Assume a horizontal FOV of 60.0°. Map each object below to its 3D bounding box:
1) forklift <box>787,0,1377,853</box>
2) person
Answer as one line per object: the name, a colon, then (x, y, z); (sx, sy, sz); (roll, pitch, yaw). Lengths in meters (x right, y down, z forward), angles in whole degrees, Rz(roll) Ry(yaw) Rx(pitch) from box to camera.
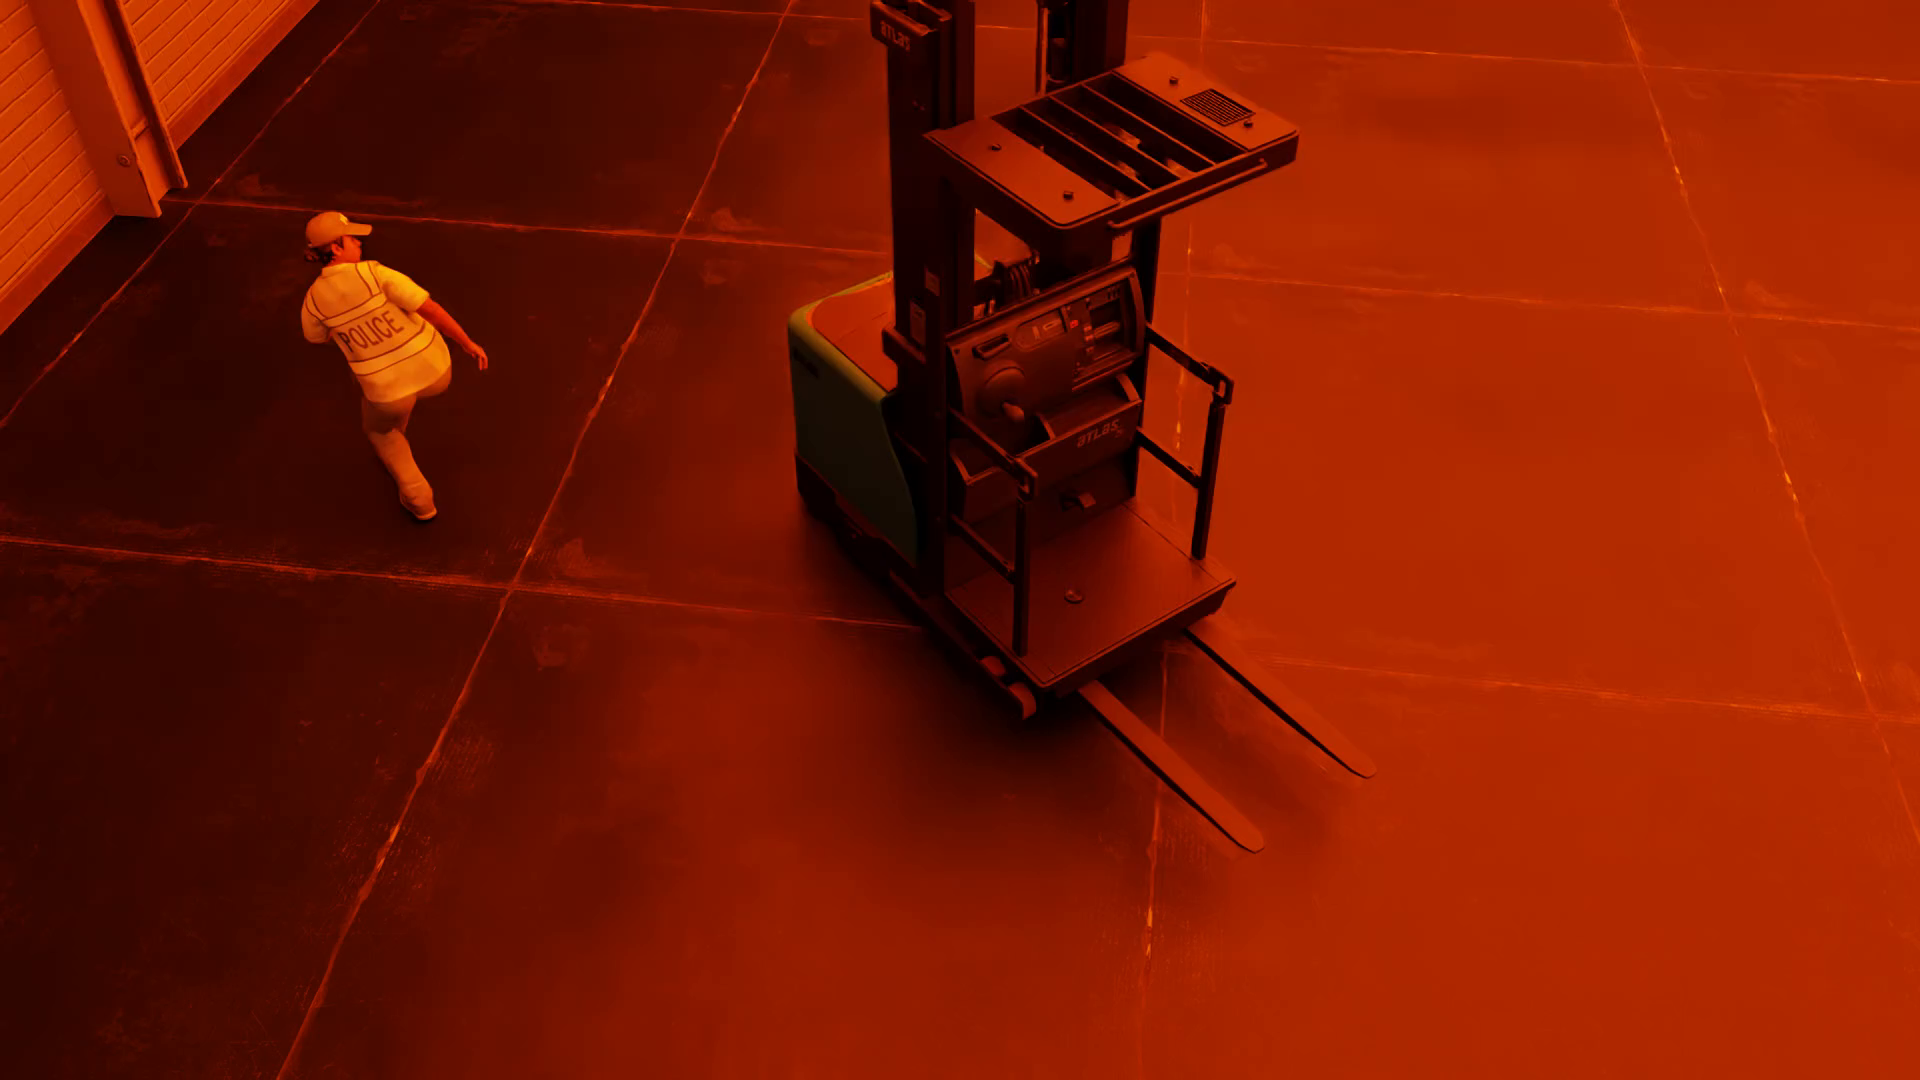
forklift: (0.485, -0.692, 6.477); (1.130, 2.935, 3.031); (-26, 49, -26)
person: (-2.637, -0.876, 7.748); (0.706, 1.514, 0.755); (-21, 47, -22)
